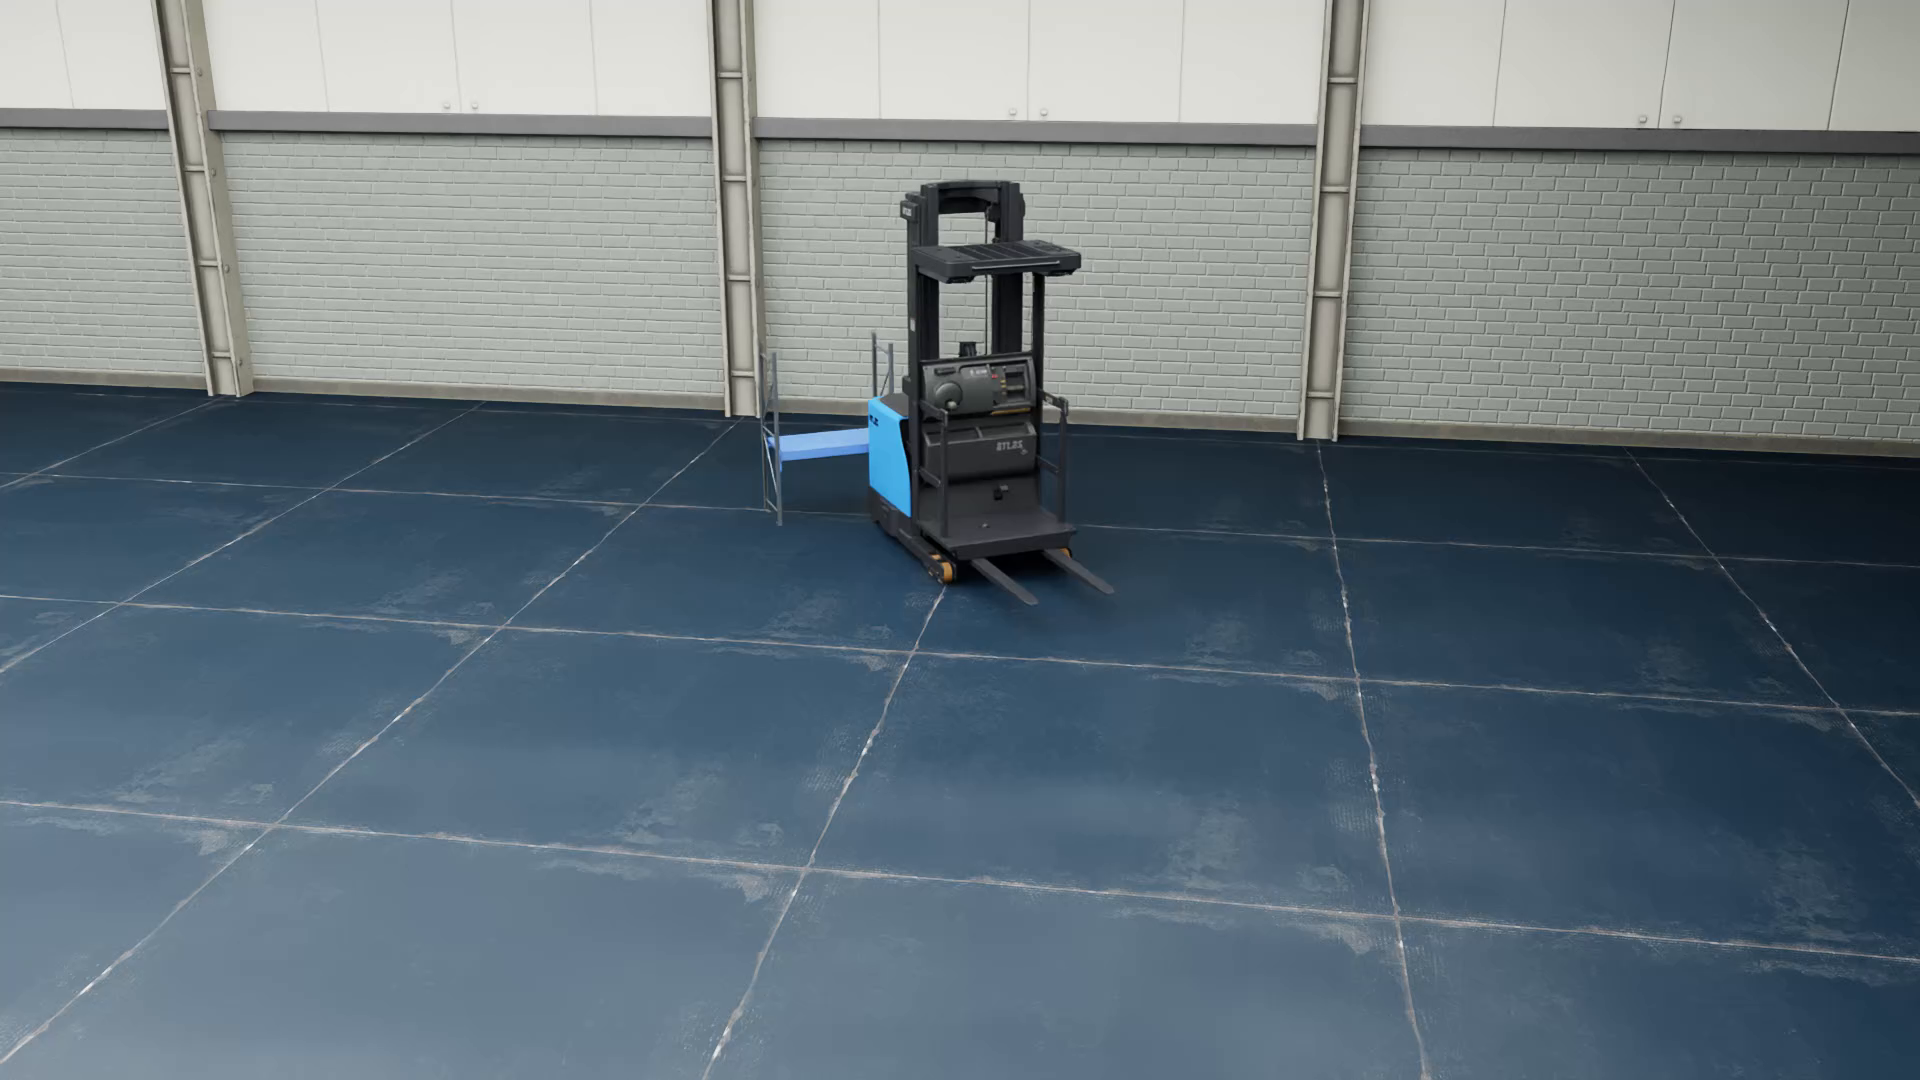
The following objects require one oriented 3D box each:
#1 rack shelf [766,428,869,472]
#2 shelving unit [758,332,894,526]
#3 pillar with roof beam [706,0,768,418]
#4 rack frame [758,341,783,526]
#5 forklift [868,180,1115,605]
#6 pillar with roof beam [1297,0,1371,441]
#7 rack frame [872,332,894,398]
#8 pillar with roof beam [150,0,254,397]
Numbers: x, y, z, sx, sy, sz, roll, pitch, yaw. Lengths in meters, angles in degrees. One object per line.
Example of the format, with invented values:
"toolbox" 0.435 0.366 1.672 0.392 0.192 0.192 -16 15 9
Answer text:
"rack shelf" -1.142 -0.794 14.378 1.000 0.185 0.538 -7 20 -20
"shelving unit" -1.142 -0.964 14.321 1.048 1.500 0.538 -7 20 -20
"pillar with roof beam" -2.969 -4.274 12.394 0.400 9.000 9.100 3 19 9
"rack frame" -1.616 -0.906 14.148 0.032 1.500 0.500 -7 20 -20
"forklift" 0.237 -1.206 12.789 1.130 2.935 3.031 -7 20 -21
"pillar with roof beam" 2.955 -3.972 11.492 0.400 9.000 9.100 3 19 9
"rack frame" -0.667 -1.022 14.494 0.032 1.500 0.500 -7 20 -20
"pillar with roof beam" -8.893 -4.576 13.297 0.400 9.000 9.100 3 19 9
